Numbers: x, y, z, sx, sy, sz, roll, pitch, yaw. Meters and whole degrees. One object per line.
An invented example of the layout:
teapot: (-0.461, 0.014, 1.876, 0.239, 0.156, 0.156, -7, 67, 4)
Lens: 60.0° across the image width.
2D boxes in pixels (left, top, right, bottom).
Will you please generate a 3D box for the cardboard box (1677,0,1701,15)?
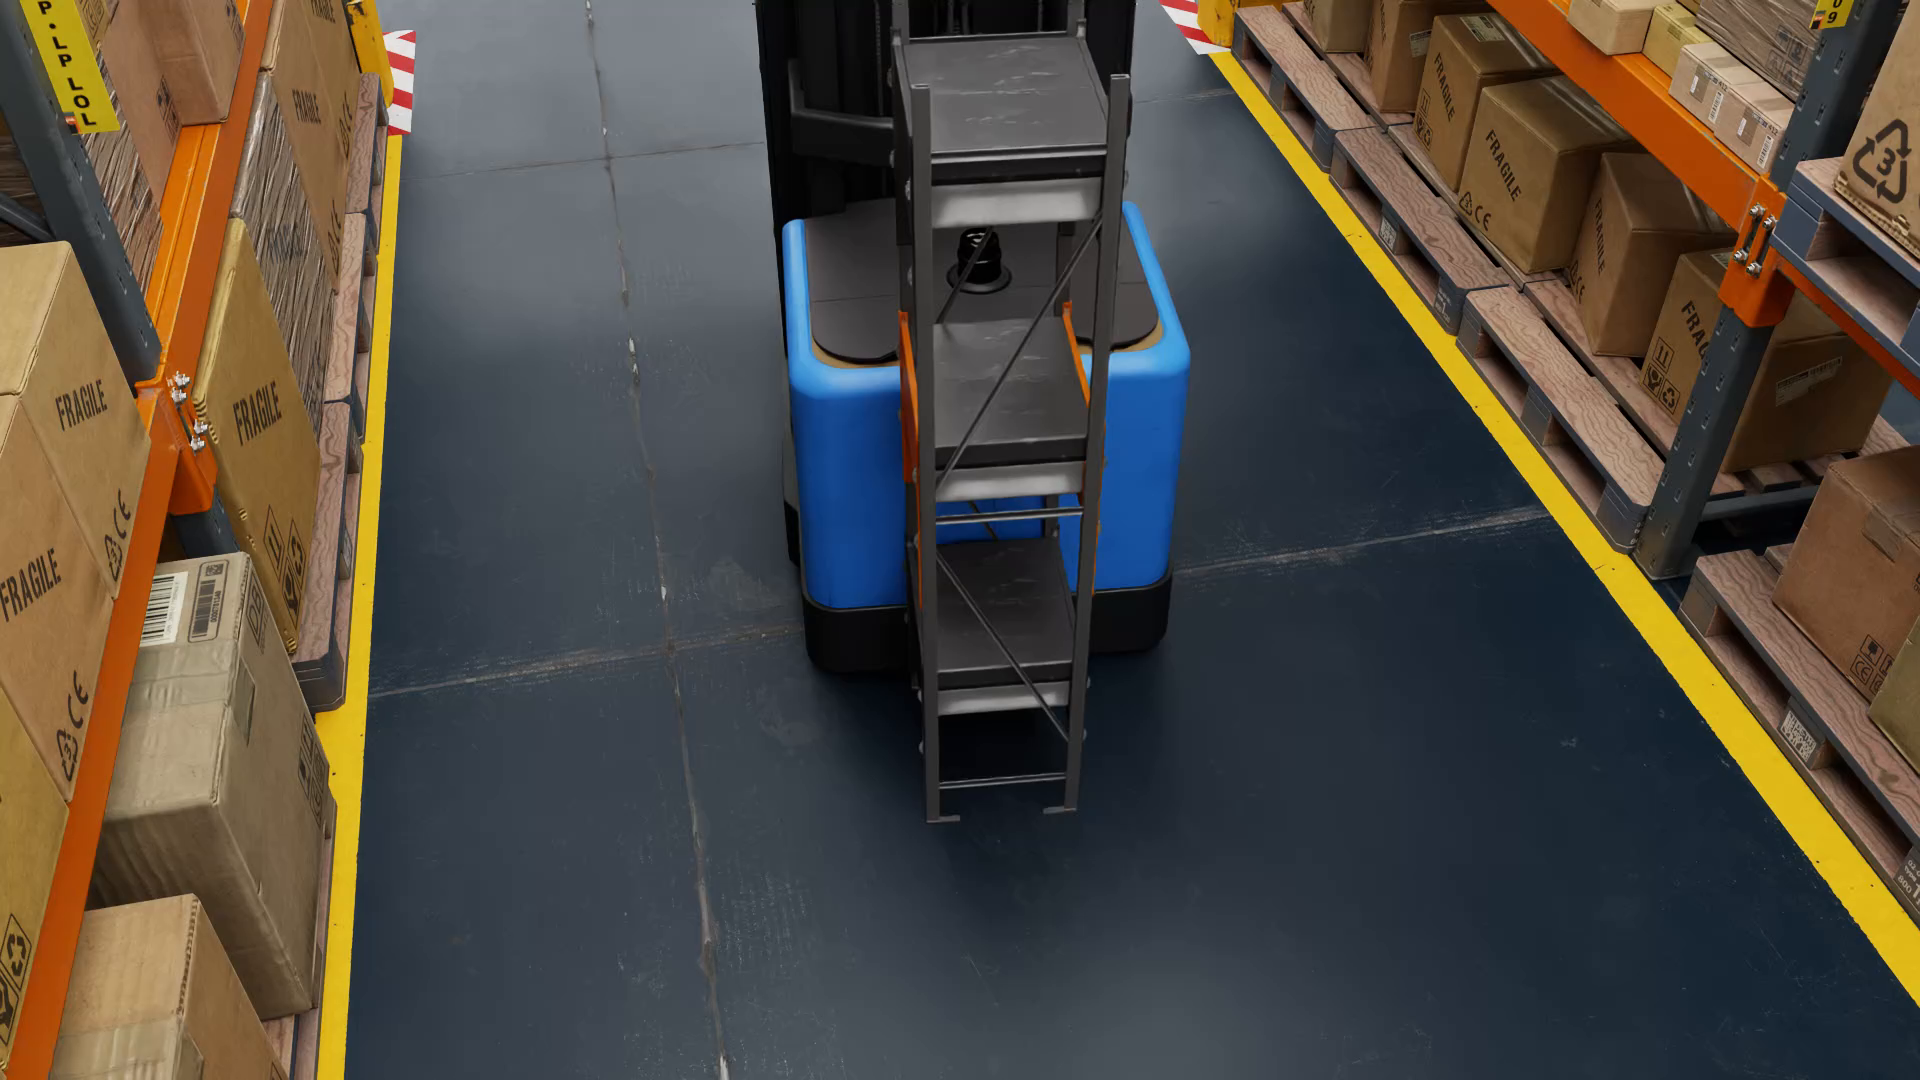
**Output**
cardboard box: (2.484, -1.879, 4.808, 0.875, 0.500, 0.500, -8, 42, -9)

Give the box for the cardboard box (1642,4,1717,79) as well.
cardboard box: (2.221, -1.438, 4.800, 0.380, 0.149, 0.250, -8, 42, -9)

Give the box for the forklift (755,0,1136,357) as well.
forklift: (-0.063, -1.696, 4.953, 1.121, 2.935, 3.031, -4, 42, -5)

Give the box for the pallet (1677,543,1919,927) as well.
pallet: (2.764, 0.447, 4.588, 1.003, 0.211, 1.213, -8, 42, -9)

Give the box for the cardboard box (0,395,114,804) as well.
cardboard box: (-1.788, 0.134, 2.764, 0.500, 0.500, 0.500, -9, 42, -10)

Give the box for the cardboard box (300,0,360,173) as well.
cardboard box: (-2.923, -1.981, 6.506, 0.875, 0.875, 0.875, -8, 42, -9)

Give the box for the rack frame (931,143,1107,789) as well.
rack frame: (0.109, -0.050, 3.725, 0.380, 1.831, 0.006, -4, 42, -5)

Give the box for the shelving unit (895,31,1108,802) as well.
shelving unit: (-5.588, -0.725, 2.115, 11.925, 5.092, 1.281, -4, 42, -5)

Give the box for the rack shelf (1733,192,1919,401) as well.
rack shelf: (3.026, 0.465, 3.009, 1.077, 0.370, 4.000, -8, 42, -9)

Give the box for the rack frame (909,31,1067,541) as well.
rack frame: (0.058, -0.372, 4.088, 0.380, 1.831, 0.006, -4, 42, -5)

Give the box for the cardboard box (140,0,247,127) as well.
cardboard box: (-2.504, -1.469, 4.533, 0.875, 0.550, 0.550, -8, 42, -9)

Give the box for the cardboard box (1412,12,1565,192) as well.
cardboard box: (2.128, -1.718, 6.492, 0.500, 0.500, 0.500, -5, 42, -5)

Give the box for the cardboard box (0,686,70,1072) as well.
cardboard box: (-1.679, 0.462, 2.395, 0.500, 0.500, 0.500, -8, 42, -9)

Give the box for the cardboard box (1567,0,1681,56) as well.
cardboard box: (2.058, -1.584, 4.964, 0.380, 0.149, 0.250, -8, 42, -9)

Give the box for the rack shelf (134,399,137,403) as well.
rack shelf: (-1.839, 1.037, 2.217, 0.919, 0.124, 3.809, -8, 42, -9)

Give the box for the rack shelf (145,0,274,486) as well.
rack shelf: (-2.702, -1.483, 5.203, 1.077, 0.370, 4.000, -8, 42, -9)

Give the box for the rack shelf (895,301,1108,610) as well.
rack shelf: (0.085, -0.201, 3.916, 0.431, 0.518, 0.480, -4, 42, -5)

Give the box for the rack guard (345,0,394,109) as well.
rack guard: (-3.139, -2.129, 7.272, 1.175, 0.500, 0.348, -8, 42, -9)

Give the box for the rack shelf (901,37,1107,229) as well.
rack shelf: (0.085, -0.827, 3.360, 0.368, 0.174, 0.457, -4, 42, -5)

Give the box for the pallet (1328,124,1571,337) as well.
pallet: (2.148, -1.281, 6.534, 1.003, 0.211, 1.213, -8, 42, -9)

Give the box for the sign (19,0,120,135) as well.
sign: (-1.743, -0.943, 3.240, 0.100, 0.325, 0.005, -8, 42, -9)

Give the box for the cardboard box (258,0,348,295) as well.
cardboard box: (-2.731, -1.411, 5.864, 0.875, 0.875, 0.875, -9, 42, -10)

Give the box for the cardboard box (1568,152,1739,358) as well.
cardboard box: (2.224, -2.451, 6.008, 1.144, 2.239, 2.984, 4, 42, 4)

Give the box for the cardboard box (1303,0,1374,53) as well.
cardboard box: (1.849, -2.509, 7.383, 0.500, 0.500, 0.500, -1, 42, -1)

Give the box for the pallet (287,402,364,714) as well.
pallet: (-2.358, 0.083, 4.997, 1.003, 0.211, 1.213, -8, 42, -9)

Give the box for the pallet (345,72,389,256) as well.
pallet: (-2.885, -1.498, 6.779, 1.003, 0.211, 1.213, -8, 42, -9)

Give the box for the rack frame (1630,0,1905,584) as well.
rack frame: (2.594, -1.101, 4.231, 1.000, 3.000, 0.127, -8, 42, -9)

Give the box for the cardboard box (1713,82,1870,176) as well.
cardboard box: (2.261, -1.104, 4.424, 0.380, 0.149, 0.250, -8, 42, -9)

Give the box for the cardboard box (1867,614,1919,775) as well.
cardboard box: (2.790, 0.382, 4.111, 0.700, 0.500, 0.500, -9, 42, -10)

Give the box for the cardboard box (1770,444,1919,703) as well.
cardboard box: (2.706, 0.071, 4.462, 0.700, 0.500, 0.500, -11, 43, -13)

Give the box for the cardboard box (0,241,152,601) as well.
cardboard box: (-1.897, -0.193, 3.133, 0.500, 0.500, 0.500, -9, 42, -10)

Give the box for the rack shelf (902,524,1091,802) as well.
rack shelf: (0.085, 0.322, 4.380, 0.431, 0.518, 0.480, -4, 42, -5)

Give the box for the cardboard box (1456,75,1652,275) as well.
cardboard box: (2.205, -1.349, 6.077, 0.500, 0.500, 0.500, -12, 43, -13)

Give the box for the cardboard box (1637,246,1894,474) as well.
cardboard box: (2.547, -0.588, 5.220, 0.500, 0.500, 0.500, -10, 42, -11)

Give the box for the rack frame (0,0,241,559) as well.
rack frame: (-2.271, -0.456, 3.504, 1.000, 3.000, 0.127, -8, 42, -9)

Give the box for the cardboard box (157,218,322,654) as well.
cardboard box: (-2.338, -0.236, 4.540, 0.875, 0.875, 0.875, -8, 42, -9)

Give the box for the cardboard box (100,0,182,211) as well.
cardboard box: (-2.503, -1.102, 4.119, 0.875, 0.550, 0.550, -8, 42, -9)

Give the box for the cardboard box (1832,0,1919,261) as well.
cardboard box: (2.629, -0.947, 3.289, 1.000, 1.000, 1.000, -8, 42, -9)

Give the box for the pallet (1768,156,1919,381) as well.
pallet: (2.617, -0.513, 3.713, 1.003, 0.211, 1.213, -8, 42, -9)

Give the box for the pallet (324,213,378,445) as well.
pallet: (-2.625, -0.709, 5.890, 1.003, 0.211, 1.213, -8, 42, -9)

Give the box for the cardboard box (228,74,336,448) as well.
cardboard box: (-2.536, -0.820, 5.198, 0.875, 0.875, 0.875, -8, 42, -9)

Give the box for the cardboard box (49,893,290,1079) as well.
cardboard box: (-1.844, 1.244, 2.967, 1.050, 0.750, 0.750, -8, 42, -9)
